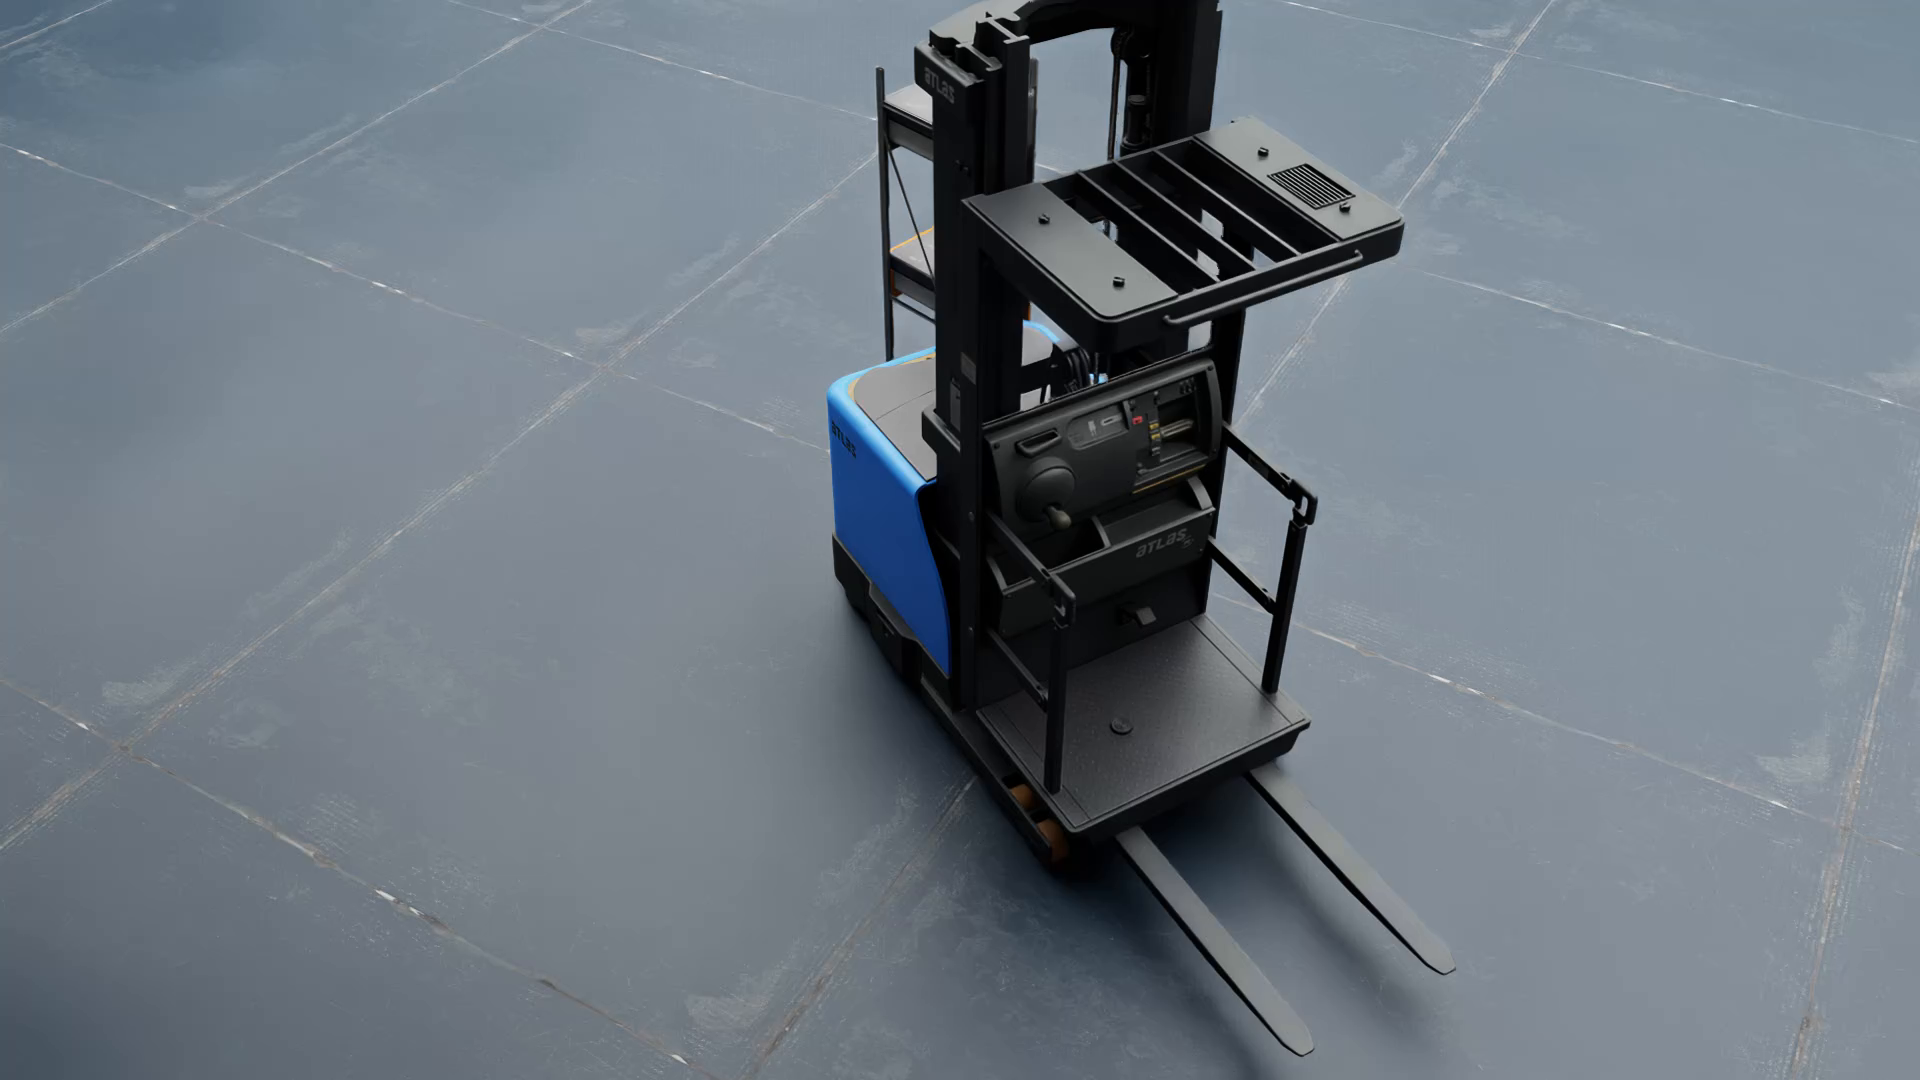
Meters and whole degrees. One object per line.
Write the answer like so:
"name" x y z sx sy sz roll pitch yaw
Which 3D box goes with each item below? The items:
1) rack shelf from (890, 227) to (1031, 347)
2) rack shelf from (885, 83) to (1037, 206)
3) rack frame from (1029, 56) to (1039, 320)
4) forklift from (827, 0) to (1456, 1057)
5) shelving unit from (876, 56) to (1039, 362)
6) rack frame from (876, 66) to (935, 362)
"rack shelf" -0.010 -1.069 7.212 0.480 0.518 0.431 -33 51 -32
"rack shelf" -0.010 -1.595 6.749 0.480 0.518 0.431 -33 51 -32
"rack frame" 0.163 -1.193 7.331 0.015 2.100 0.400 -33 51 -32
"forklift" 0.624 -0.248 5.629 1.130 2.935 3.031 -21 46 -22
"shelving unit" -0.010 -1.080 7.203 0.503 2.100 0.431 -33 51 -32
"rack frame" -0.184 -0.966 7.074 0.015 2.100 0.400 -33 51 -32
